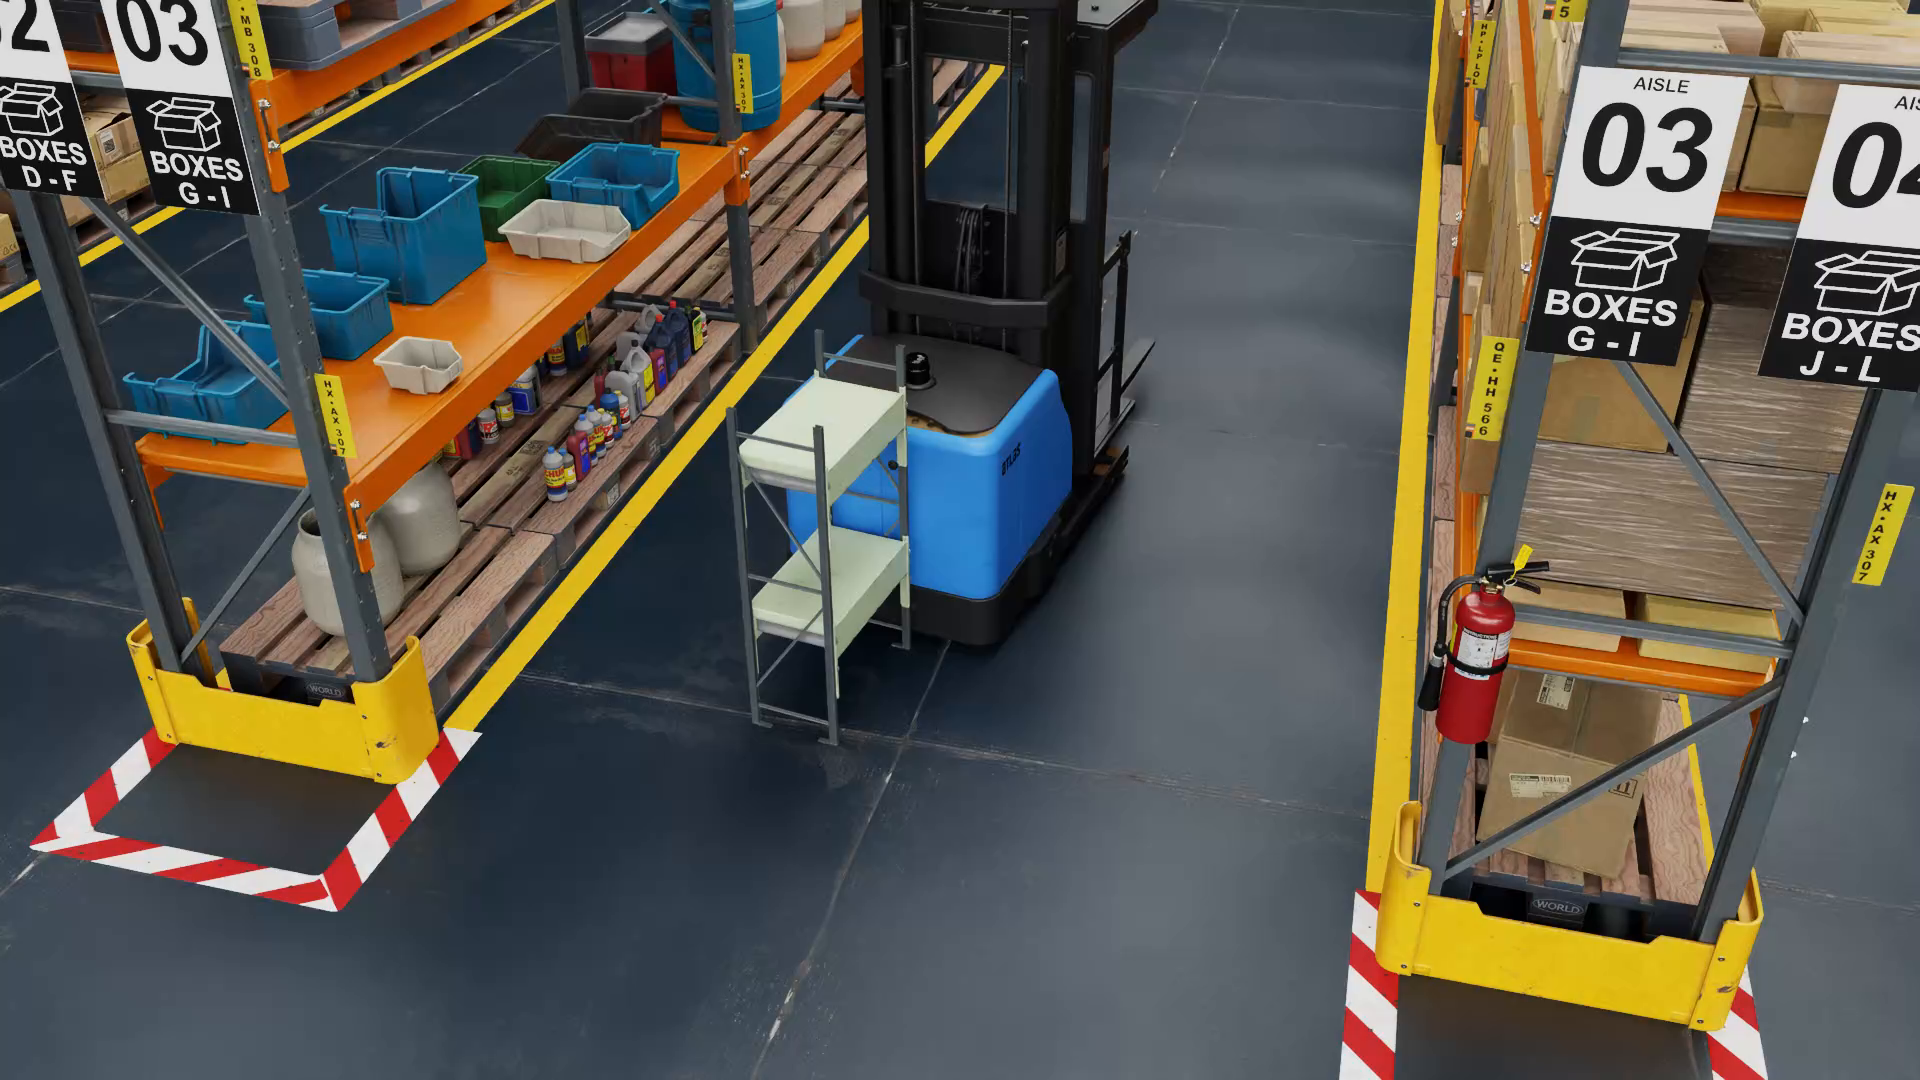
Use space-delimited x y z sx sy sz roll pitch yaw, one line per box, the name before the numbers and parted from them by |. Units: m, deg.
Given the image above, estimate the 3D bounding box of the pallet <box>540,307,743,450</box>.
pallet | -1.934 -0.953 9.552 1.003 0.211 1.213 8 33 12

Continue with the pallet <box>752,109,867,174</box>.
pallet | -0.942 -2.975 12.733 1.003 0.211 1.213 8 33 12

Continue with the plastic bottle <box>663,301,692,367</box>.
plastic bottle | -1.608 -1.167 9.349 0.144 0.351 0.185 7 33 11

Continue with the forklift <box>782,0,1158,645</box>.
forklift | 0.243 -1.548 7.953 1.130 2.935 3.031 13 35 19

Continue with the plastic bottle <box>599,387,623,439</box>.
plastic bottle | -1.813 -0.665 8.633 0.097 0.271 0.097 0 32 0

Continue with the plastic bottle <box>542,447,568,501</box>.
plastic bottle | -1.977 -0.330 8.106 0.097 0.271 0.097 0 32 0

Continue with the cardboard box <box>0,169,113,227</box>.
cardboard box | -6.172 -2.341 11.309 0.500 0.250 0.500 7 33 11

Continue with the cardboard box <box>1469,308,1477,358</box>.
cardboard box | 2.354 -0.842 7.012 0.380 0.149 0.250 8 33 12

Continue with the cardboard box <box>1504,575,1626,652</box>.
cardboard box | 1.925 0.207 5.362 0.380 0.149 0.250 8 33 12

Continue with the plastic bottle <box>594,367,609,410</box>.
plastic bottle | -1.887 -0.802 8.837 0.061 0.283 0.133 8 33 12

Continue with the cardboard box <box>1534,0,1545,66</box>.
cardboard box | 2.191 -1.734 5.526 0.500 0.250 0.500 9 33 13

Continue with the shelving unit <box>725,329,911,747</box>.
shelving unit | -0.549 -0.003 6.856 0.431 1.500 0.755 13 35 19

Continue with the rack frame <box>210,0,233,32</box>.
rack frame | -2.738 -2.929 4.469 1.000 3.000 0.127 8 33 12

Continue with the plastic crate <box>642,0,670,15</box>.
plastic crate | -1.744 -3.081 10.315 0.392 0.384 0.575 8 33 12

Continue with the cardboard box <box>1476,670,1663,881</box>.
cardboard box | 2.227 0.833 6.082 0.500 0.500 0.500 14 35 21

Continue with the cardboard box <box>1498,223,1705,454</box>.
cardboard box | 1.953 -0.631 5.145 0.500 0.500 0.500 8 33 12

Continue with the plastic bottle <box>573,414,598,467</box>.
plastic bottle | -1.890 -0.508 8.385 0.097 0.271 0.097 0 32 0

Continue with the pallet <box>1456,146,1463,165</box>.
pallet | 4.355 -3.096 12.924 1.003 0.211 1.213 8 33 12

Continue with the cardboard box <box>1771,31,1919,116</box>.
cardboard box | 2.346 -1.205 4.322 0.380 0.149 0.250 8 33 12

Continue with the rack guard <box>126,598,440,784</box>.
rack guard | -2.765 0.612 6.821 1.175 0.500 0.348 8 33 12

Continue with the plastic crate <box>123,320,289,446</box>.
plastic crate | -2.901 -0.635 6.591 0.499 0.251 0.616 8 33 12

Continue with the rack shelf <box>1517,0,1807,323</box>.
rack shelf | 2.560 -1.723 6.039 1.077 0.370 4.000 8 33 12

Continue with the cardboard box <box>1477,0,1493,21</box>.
cardboard box | 3.435 -3.150 10.157 0.500 0.250 0.500 7 33 11

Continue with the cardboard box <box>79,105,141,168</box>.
cardboard box | -6.036 -2.842 11.574 0.500 0.311 0.500 8 33 12

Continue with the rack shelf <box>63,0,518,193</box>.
rack shelf | -2.231 -2.397 7.099 1.077 0.370 4.000 8 33 12

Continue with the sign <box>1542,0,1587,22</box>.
sign | 1.521 -1.448 4.111 0.100 0.325 0.005 8 33 12

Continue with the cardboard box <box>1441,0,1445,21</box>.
cardboard box | 4.955 -4.896 14.744 1.225 0.875 0.875 8 33 13

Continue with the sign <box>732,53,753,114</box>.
sign | -1.194 -2.509 9.143 0.100 0.325 0.005 8 33 12

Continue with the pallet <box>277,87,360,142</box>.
pallet | -5.745 -3.626 13.757 1.003 0.211 1.213 8 33 12

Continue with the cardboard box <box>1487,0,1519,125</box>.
cardboard box | 2.707 -2.189 7.595 0.500 0.500 0.500 8 33 12

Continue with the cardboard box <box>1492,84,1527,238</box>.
cardboard box | 2.338 -1.409 6.368 0.500 0.500 0.500 8 33 12

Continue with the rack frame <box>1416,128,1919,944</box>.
rack frame | 2.052 0.277 5.018 1.000 3.000 0.127 8 33 12

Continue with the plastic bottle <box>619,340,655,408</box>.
plastic bottle | -1.739 -0.900 8.929 0.144 0.351 0.185 8 33 12

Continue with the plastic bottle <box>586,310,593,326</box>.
plastic bottle | -2.228 -1.401 9.791 0.097 0.271 0.097 0 32 0

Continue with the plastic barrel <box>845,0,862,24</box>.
plastic barrel | -0.870 -3.814 11.349 0.421 0.512 0.421 0 32 0

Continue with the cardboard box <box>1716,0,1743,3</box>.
cardboard box | 2.679 -1.665 5.417 0.500 0.250 0.500 8 33 12

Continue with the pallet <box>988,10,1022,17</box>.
pallet | 0.071 -5.053 16.001 1.003 0.211 1.213 8 33 12

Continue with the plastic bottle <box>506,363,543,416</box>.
plastic bottle | -2.336 -0.821 8.874 0.152 0.276 0.135 8 33 12

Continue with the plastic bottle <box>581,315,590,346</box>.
plastic bottle | -2.181 -1.221 9.496 0.061 0.283 0.133 8 33 12

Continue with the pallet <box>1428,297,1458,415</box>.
pallet | 3.264 -1.026 9.667 1.003 0.211 1.213 8 33 12

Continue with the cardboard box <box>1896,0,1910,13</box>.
cardboard box | 2.588 -1.606 4.952 0.380 0.149 0.250 9 34 14

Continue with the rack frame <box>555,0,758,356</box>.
rack frame | -1.723 -2.473 9.344 1.000 3.000 0.127 8 33 12

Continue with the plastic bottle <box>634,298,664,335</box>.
plastic bottle | -1.747 -1.187 9.380 0.144 0.351 0.185 8 33 12

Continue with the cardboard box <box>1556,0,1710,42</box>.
cardboard box | 1.964 -1.556 4.874 0.380 0.149 0.250 7 33 10

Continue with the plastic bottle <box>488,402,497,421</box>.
plastic bottle | -2.533 -0.763 8.713 0.144 0.351 0.185 9 34 14

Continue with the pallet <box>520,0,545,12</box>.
pallet | -4.653 -5.696 17.014 1.003 0.211 1.213 8 33 12

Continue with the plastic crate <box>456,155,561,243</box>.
plastic crate | -2.341 -1.717 8.353 0.450 0.188 0.662 8 33 12

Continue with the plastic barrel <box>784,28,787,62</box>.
plastic barrel | -1.239 -3.080 10.428 0.301 0.262 0.301 0 32 0

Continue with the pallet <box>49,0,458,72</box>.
pallet | -2.434 -1.999 5.979 1.003 0.211 1.213 8 33 12

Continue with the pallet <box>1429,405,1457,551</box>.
pallet | 2.931 -0.268 8.475 1.003 0.211 1.213 8 33 12

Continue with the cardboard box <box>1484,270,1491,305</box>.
cardboard box | 2.398 -0.701 6.187 0.875 0.500 0.500 8 33 12

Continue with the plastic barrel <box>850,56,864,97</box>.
plastic barrel | -0.601 -4.066 13.481 0.600 0.830 0.708 8 33 12

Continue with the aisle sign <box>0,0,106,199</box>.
aisle sign | -3.044 -1.497 5.386 0.394 0.787 0.004 8 33 12

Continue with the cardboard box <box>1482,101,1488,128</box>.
cardboard box | 2.893 -1.741 7.822 0.875 0.500 0.500 8 33 12

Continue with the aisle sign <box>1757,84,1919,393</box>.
aisle sign | 2.327 -0.747 4.205 0.394 0.787 0.004 8 33 12

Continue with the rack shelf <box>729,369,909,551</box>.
rack shelf | -0.549 -0.332 6.647 0.431 0.370 0.720 13 35 19
